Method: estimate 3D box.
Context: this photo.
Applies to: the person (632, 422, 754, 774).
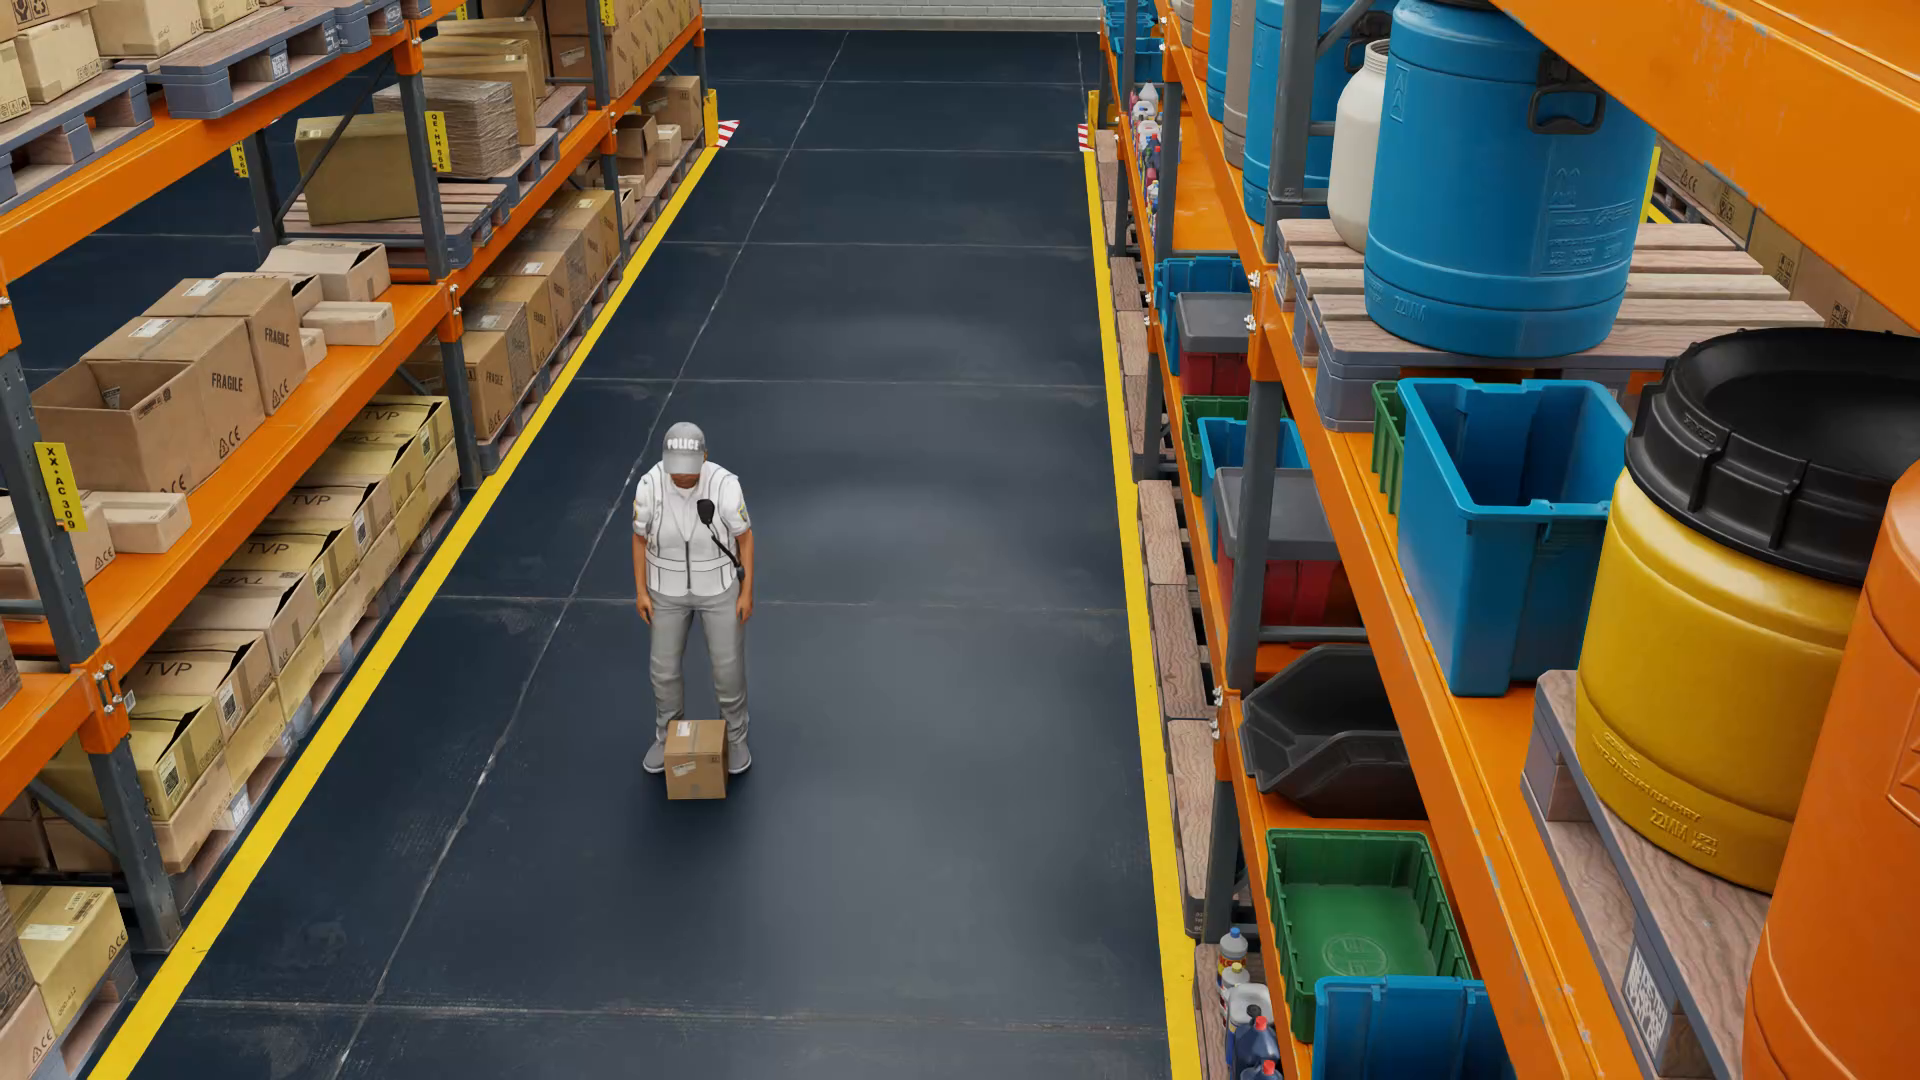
[{"bbox_3d":[-1.153,0.238,7.170,0.542,1.665,0.466,0,28,0],"label":"person"}]
